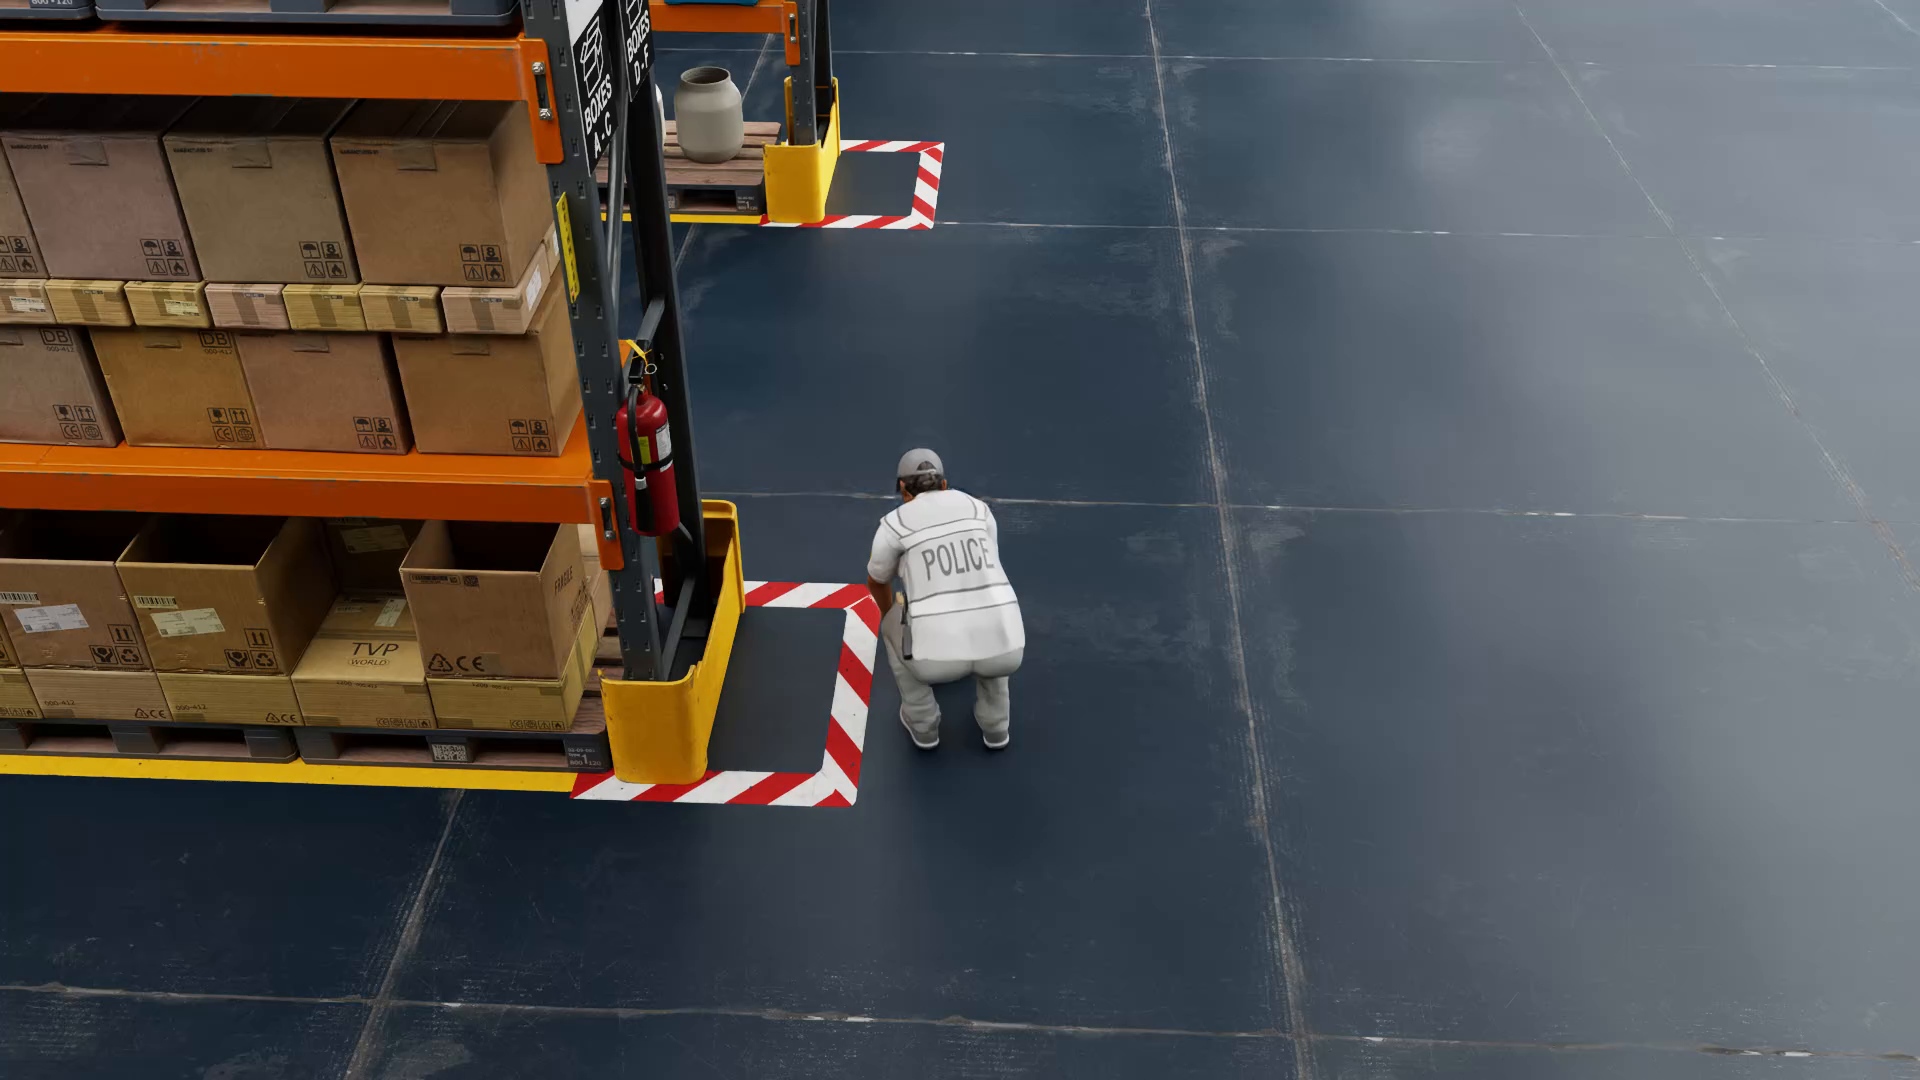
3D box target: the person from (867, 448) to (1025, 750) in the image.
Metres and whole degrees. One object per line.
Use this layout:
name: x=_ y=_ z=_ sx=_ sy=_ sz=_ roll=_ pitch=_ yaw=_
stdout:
person: x=-0.059 y=0.274 z=6.282 sx=0.536 sy=1.067 sz=0.837 roll=-7 pitch=36 yaw=-9
